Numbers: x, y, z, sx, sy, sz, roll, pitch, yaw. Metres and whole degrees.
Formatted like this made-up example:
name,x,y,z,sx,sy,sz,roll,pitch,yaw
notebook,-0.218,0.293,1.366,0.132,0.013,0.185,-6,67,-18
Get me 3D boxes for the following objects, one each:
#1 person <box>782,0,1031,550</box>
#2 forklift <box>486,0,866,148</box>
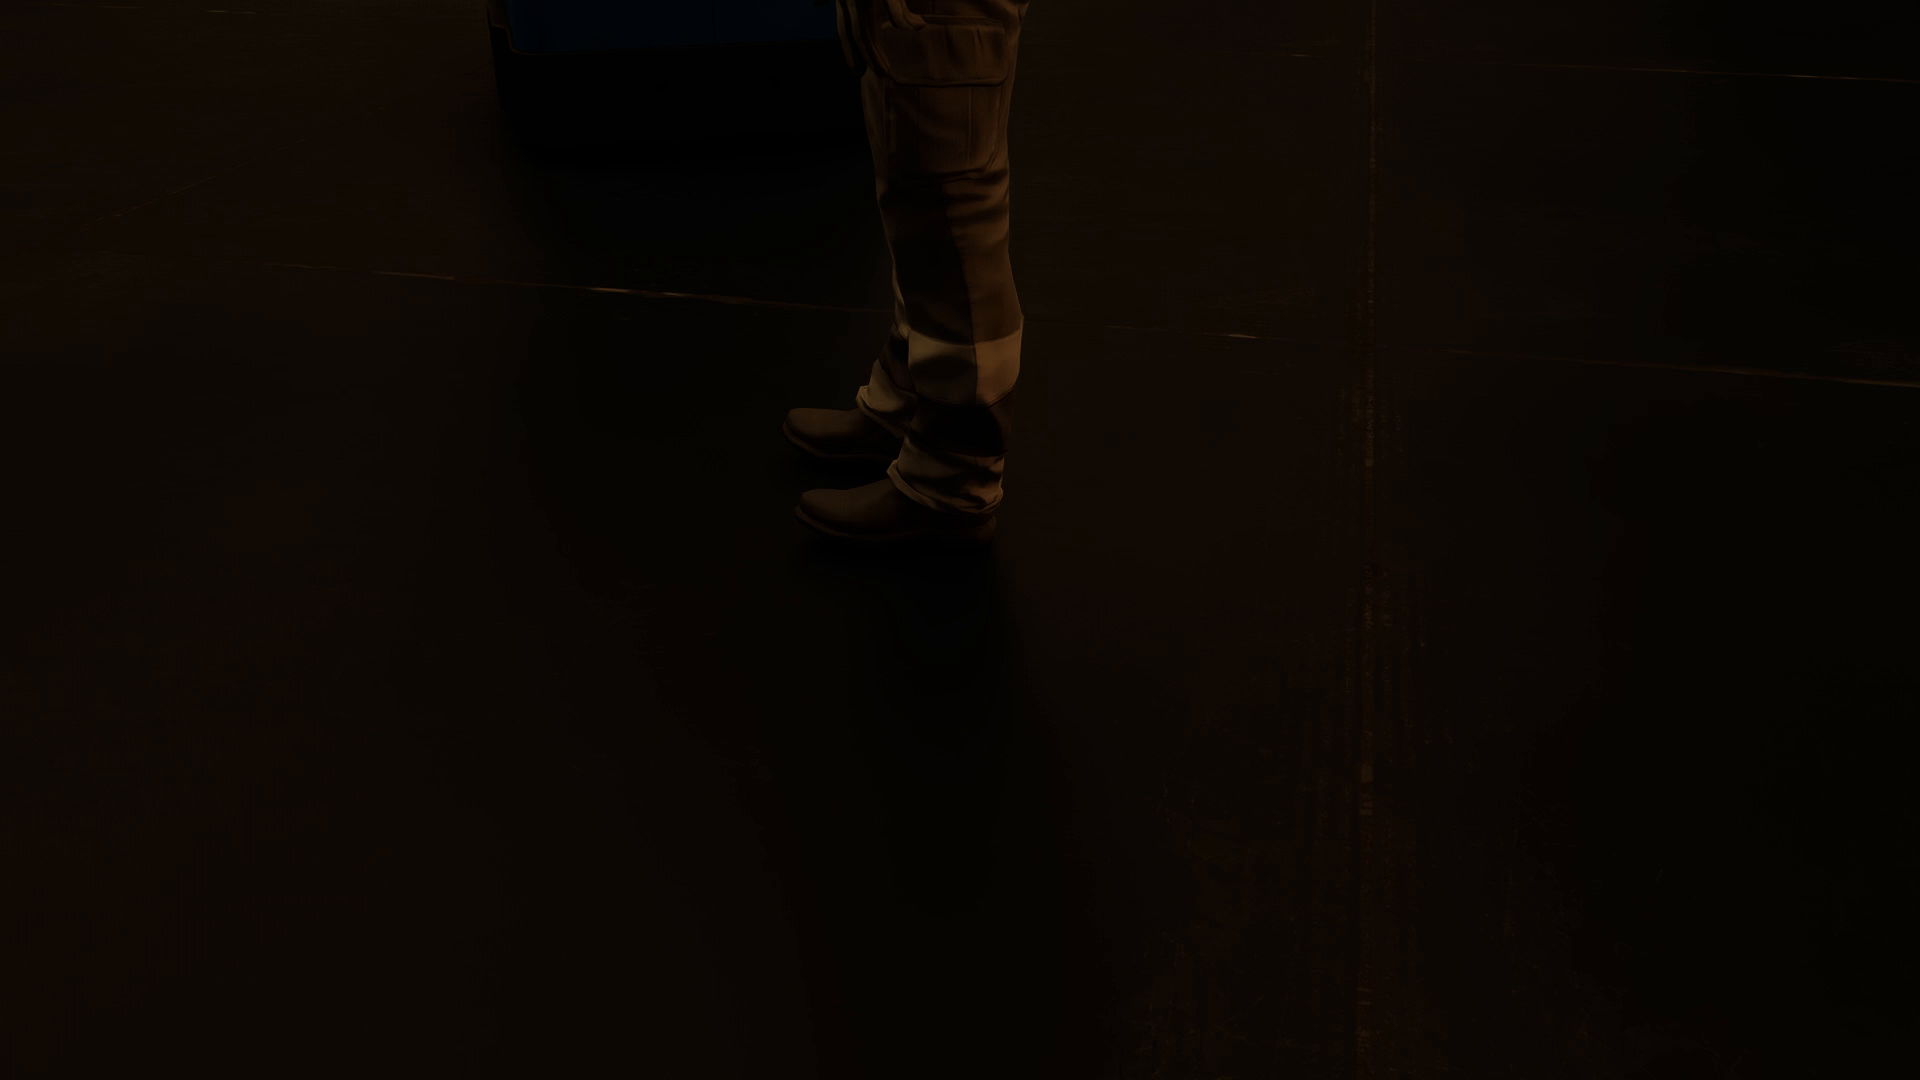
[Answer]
name,x,y,z,sx,sy,sz,roll,pitch,yaw
person,-0.075,-0.819,2.120,0.564,1.787,0.637,6,27,11
forklift,-1.058,-2.993,5.179,1.130,2.935,3.031,-7,28,-14
